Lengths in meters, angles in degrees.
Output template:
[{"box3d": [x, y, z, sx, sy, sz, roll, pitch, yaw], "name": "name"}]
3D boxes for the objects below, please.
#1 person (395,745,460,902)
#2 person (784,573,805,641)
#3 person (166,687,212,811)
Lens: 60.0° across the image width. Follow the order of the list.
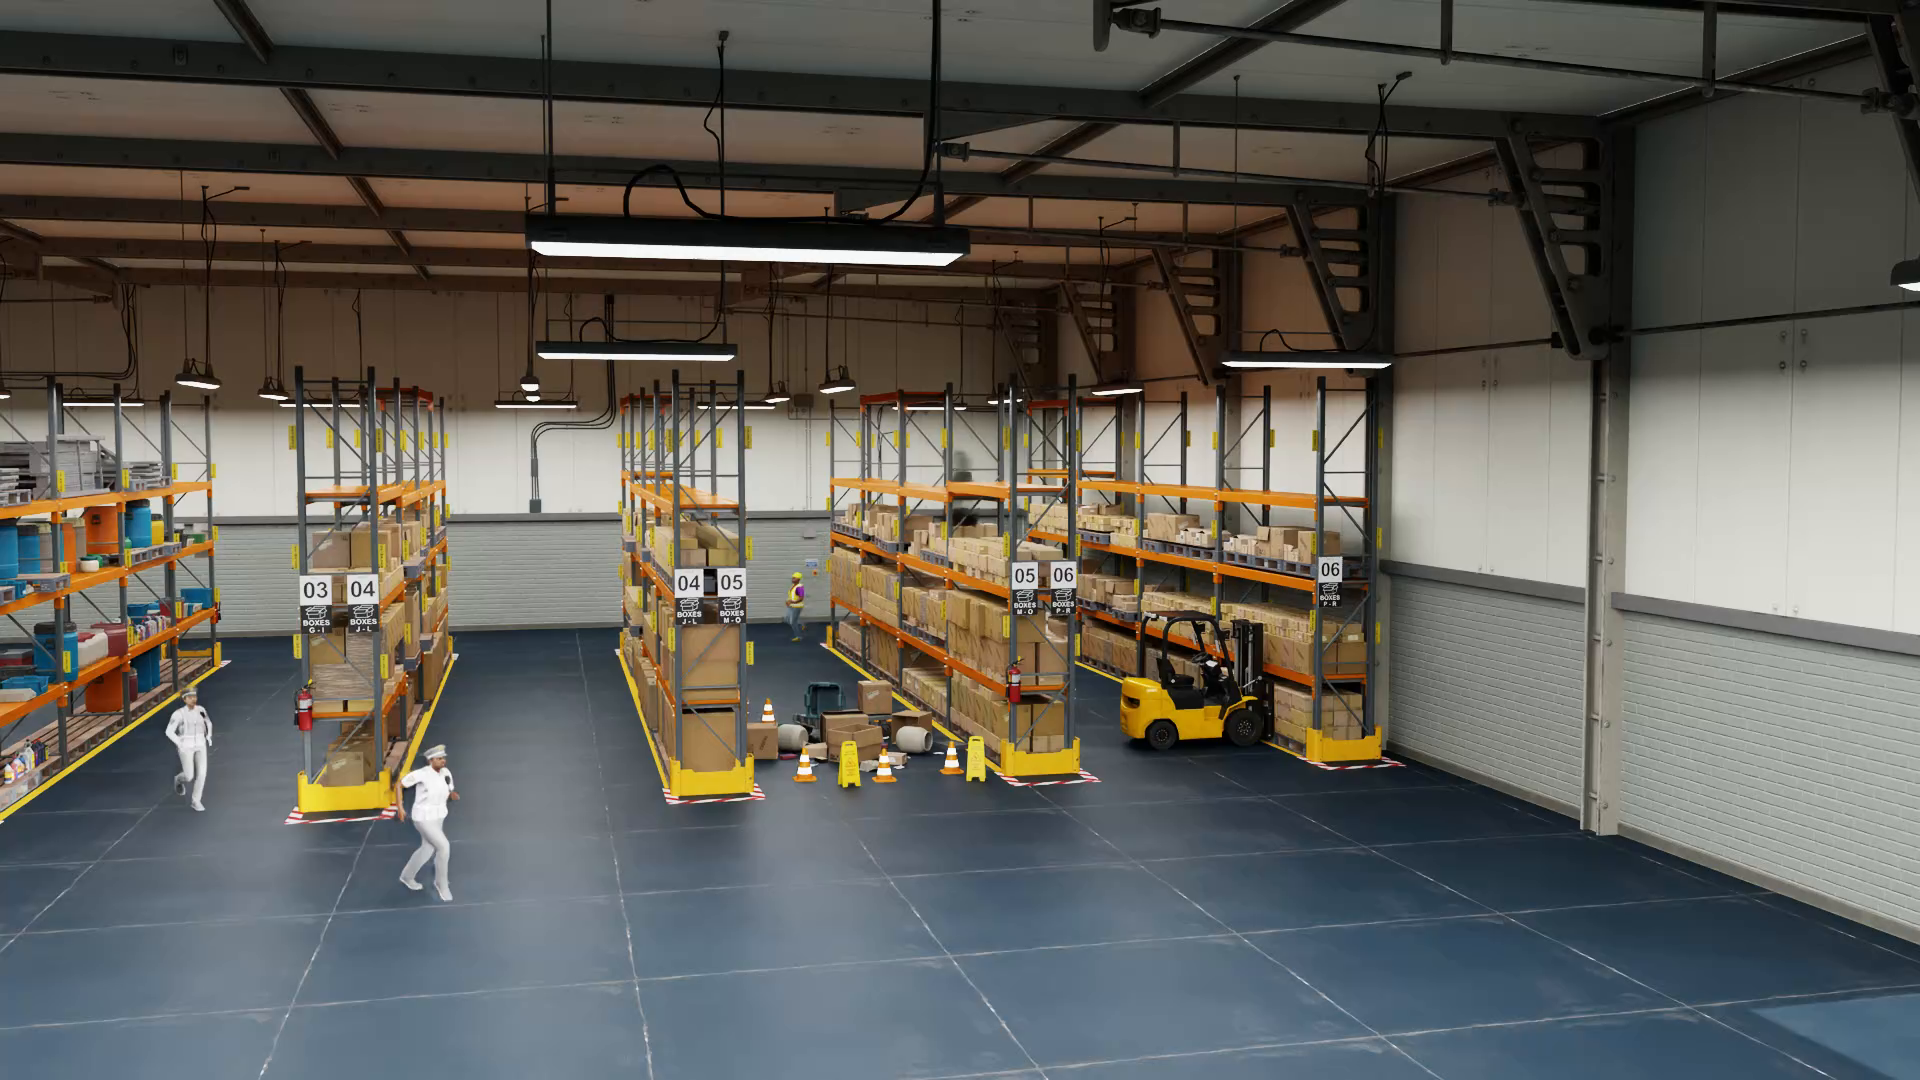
[{"box3d": [-5.816, 3.083, 18.192, 0.808, 1.726, 0.599, 2, 4, 26], "name": "person"}, {"box3d": [-4.105, 1.670, 41.442, 0.580, 1.716, 0.699, -2, 4, -24], "name": "person"}, {"box3d": [-10.499, 2.826, 22.707, 0.689, 1.674, 0.630, 3, 5, 44], "name": "person"}]
